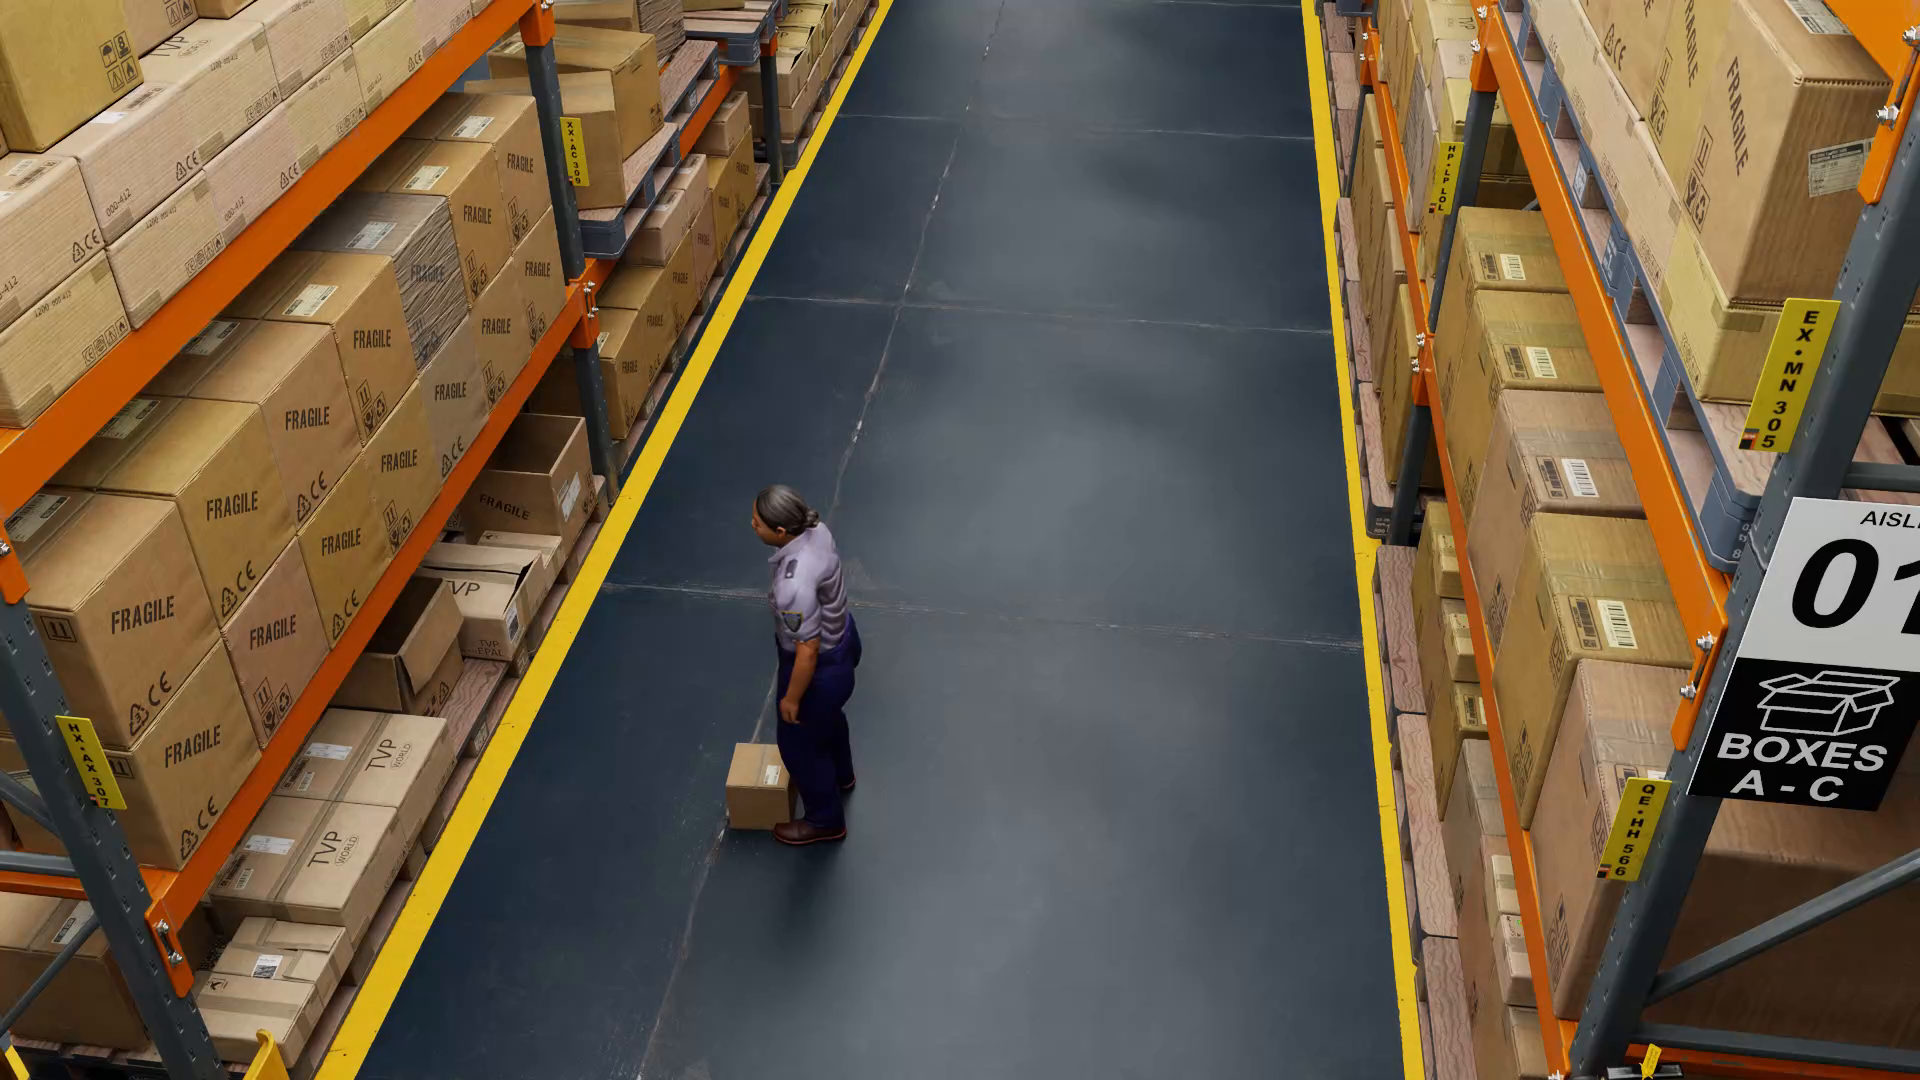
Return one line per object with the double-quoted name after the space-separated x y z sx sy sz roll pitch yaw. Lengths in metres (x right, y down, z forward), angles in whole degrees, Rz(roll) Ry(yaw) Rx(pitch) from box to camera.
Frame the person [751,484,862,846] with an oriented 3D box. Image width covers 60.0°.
-0.572 0.464 6.413 0.364 1.652 0.556 3 36 5 "person"
